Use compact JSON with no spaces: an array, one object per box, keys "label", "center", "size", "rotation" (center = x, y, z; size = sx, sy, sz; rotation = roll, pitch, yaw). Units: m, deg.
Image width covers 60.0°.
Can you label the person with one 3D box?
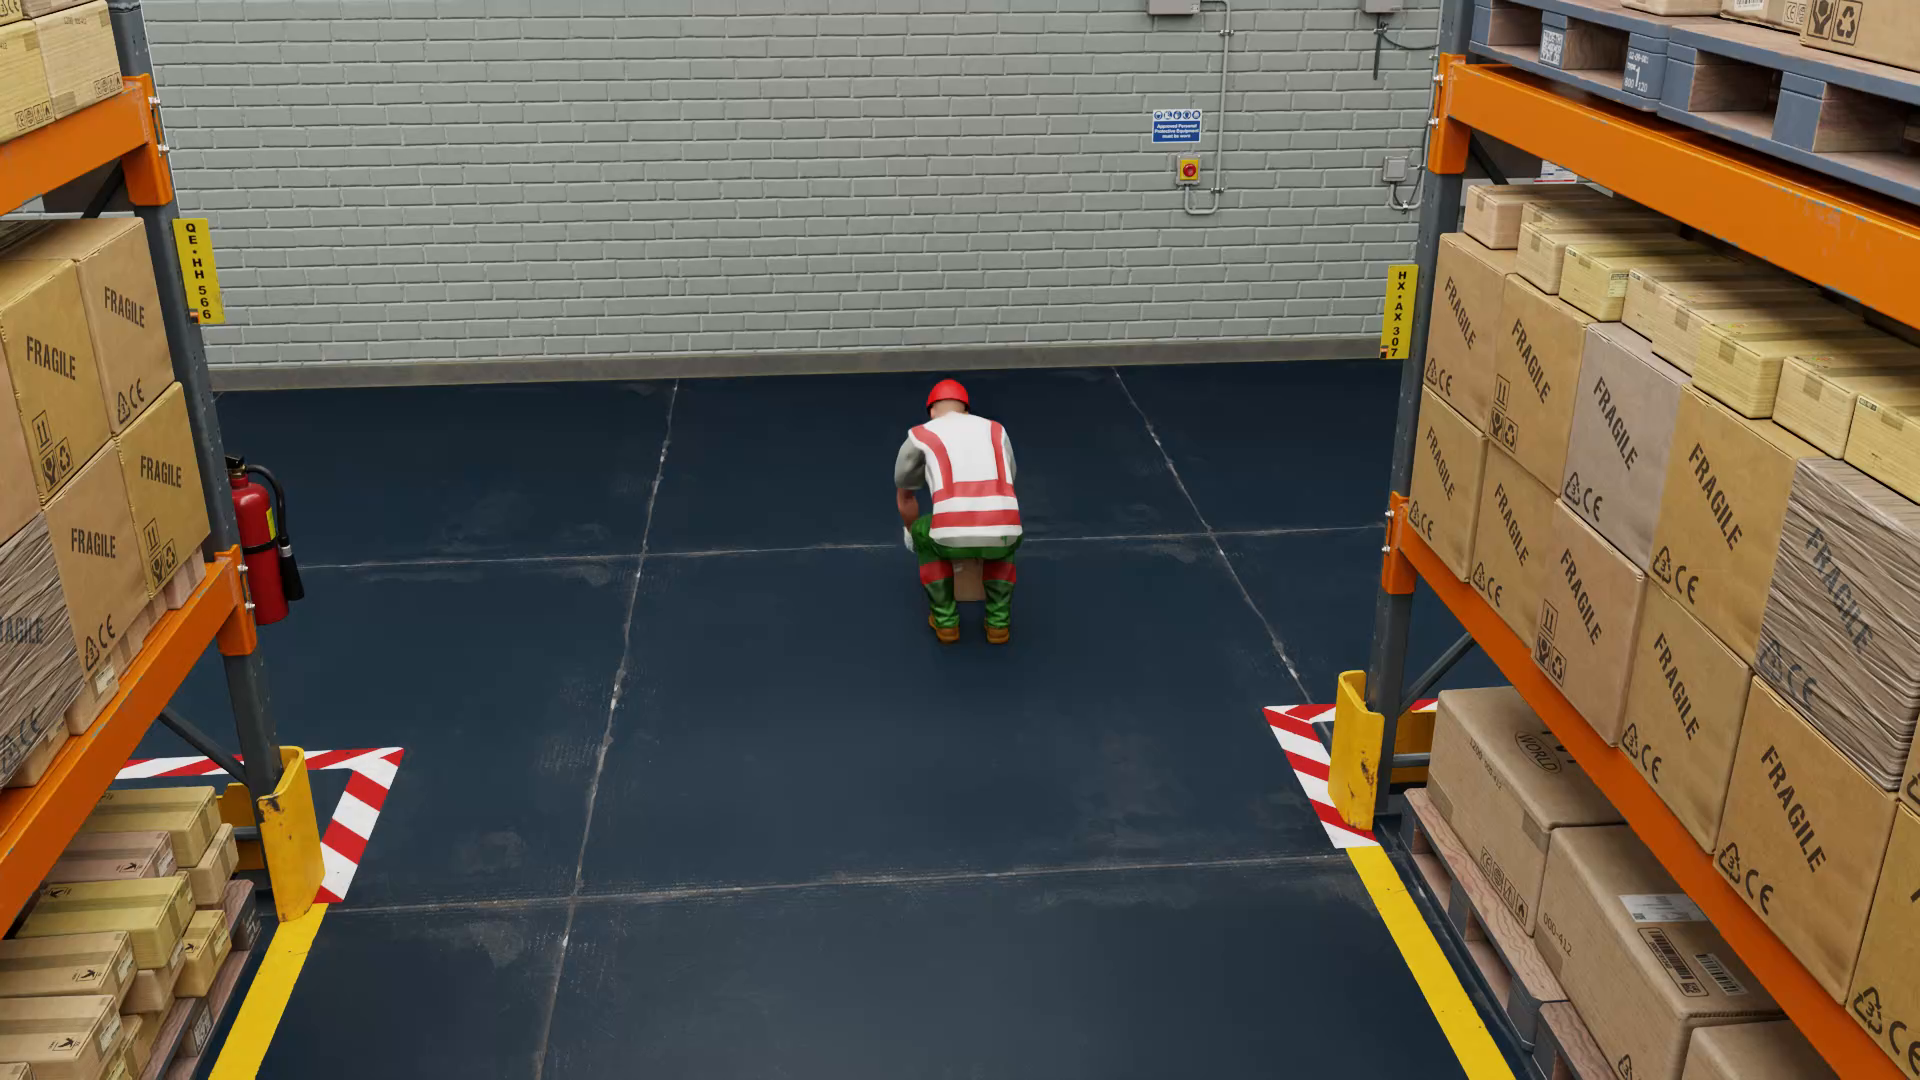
[{"label":"person","center":[-0.002,-0.110,7.669],"size":[0.582,1.116,0.863],"rotation":[-2,24,-5]}]
